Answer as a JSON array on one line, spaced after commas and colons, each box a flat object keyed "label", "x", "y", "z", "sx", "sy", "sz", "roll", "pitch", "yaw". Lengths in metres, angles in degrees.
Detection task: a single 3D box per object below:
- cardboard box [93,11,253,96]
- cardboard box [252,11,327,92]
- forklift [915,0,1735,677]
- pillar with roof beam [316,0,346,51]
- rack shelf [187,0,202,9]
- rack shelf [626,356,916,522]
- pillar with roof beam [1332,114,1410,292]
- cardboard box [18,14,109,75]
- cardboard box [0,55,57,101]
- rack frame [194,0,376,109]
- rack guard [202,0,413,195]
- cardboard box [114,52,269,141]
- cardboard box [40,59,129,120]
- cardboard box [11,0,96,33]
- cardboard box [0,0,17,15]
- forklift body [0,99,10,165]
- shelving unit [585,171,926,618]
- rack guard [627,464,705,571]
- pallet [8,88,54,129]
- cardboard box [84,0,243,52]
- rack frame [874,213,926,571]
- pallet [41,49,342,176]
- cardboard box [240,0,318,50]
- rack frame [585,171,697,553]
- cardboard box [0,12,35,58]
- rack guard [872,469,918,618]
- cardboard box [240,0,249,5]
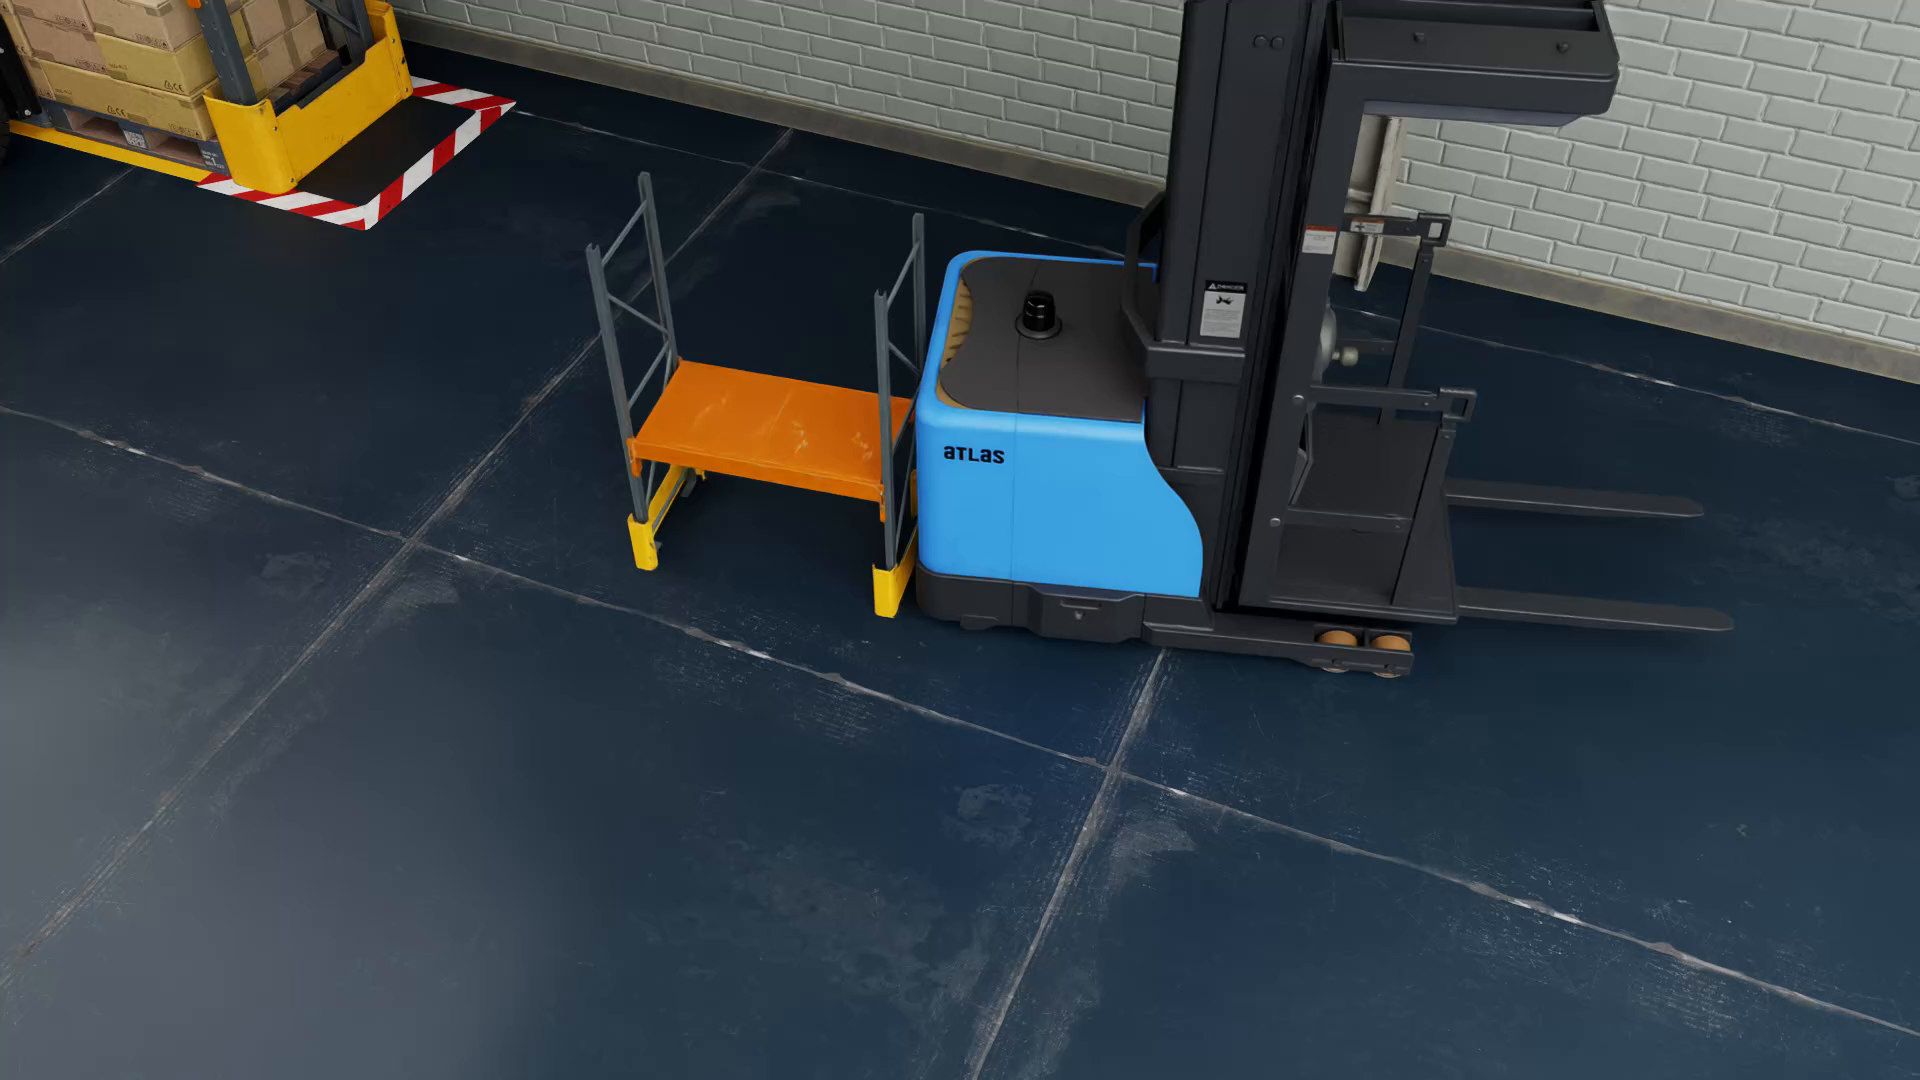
[{"label": "cardboard box", "x": -3.999, "y": -2.535, "z": 8.469, "sx": 0.500, "sy": 0.250, "sz": 0.500, "roll": 16, "pitch": 47, "yaw": 15}, {"label": "cardboard box", "x": -3.807, "y": -2.690, "z": 8.979, "sx": 0.500, "sy": 0.250, "sz": 0.500, "roll": 17, "pitch": 47, "yaw": 16}, {"label": "forklift", "x": 1.388, "y": -0.925, "z": 5.601, "sx": 3.031, "sy": 2.935, "sz": 1.130, "roll": 5, "pitch": 45, "yaw": 5}, {"label": "pillar with roof beam", "x": -5.382, "y": -3.355, "z": 3.742, "sx": 0.400, "sy": 9.000, "sz": 9.100, "roll": 16, "pitch": 47, "yaw": 16}, {"label": "rack shelf", "x": -5.275, "y": -3.543, "z": 8.695, "sx": 4.000, "sy": 0.370, "sz": 1.077, "roll": 16, "pitch": 47, "yaw": 16}, {"label": "rack shelf", "x": -0.695, "y": -0.395, "z": 6.338, "sx": 1.000, "sy": 0.185, "sz": 0.538, "roll": 11, "pitch": 46, "yaw": 10}, {"label": "pillar with roof beam", "x": 0.155, "y": -1.726, "z": 2.105, "sx": 0.400, "sy": 9.000, "sz": 9.100, "roll": 16, "pitch": 47, "yaw": 16}, {"label": "cardboard box", "x": -4.458, "y": -2.678, "z": 8.613, "sx": 0.500, "sy": 0.250, "sz": 0.500, "roll": 16, "pitch": 47, "yaw": 15}, {"label": "cardboard box", "x": -4.898, "y": -2.634, "z": 8.923, "sx": 0.500, "sy": 0.250, "sz": 0.500, "roll": 17, "pitch": 47, "yaw": 16}, {"label": "rack frame", "x": -3.429, "y": -3.255, "z": 7.895, "sx": 0.127, "sy": 3.000, "sz": 1.000, "roll": 16, "pitch": 47, "yaw": 16}, {"label": "rack guard", "x": -3.407, "y": -2.363, "z": 8.770, "sx": 0.348, "sy": 0.500, "sz": 1.175, "roll": 16, "pitch": 47, "yaw": 16}, {"label": "cardboard box", "x": -3.985, "y": -2.351, "z": 8.638, "sx": 0.500, "sy": 0.250, "sz": 0.500, "roll": 17, "pitch": 47, "yaw": 16}, {"label": "cardboard box", "x": -4.440, "y": -2.492, "z": 8.780, "sx": 0.500, "sy": 0.250, "sz": 0.500, "roll": 16, "pitch": 47, "yaw": 16}, {"label": "cardboard box", "x": -4.448, "y": -2.841, "z": 8.421, "sx": 0.500, "sy": 0.250, "sz": 0.500, "roll": 17, "pitch": 47, "yaw": 17}, {"label": "cardboard box", "x": -4.917, "y": -2.971, "z": 8.552, "sx": 0.500, "sy": 0.250, "sz": 0.500, "roll": 17, "pitch": 47, "yaw": 16}, {"label": "forklift body", "x": -5.882, "y": -2.282, "z": 7.518, "sx": 1.214, "sy": 2.155, "sz": 2.313, "roll": 16, "pitch": 47, "yaw": 16}, {"label": "shelving unit", "x": -0.703, "y": -0.524, "z": 6.213, "sx": 1.083, "sy": 1.500, "sz": 0.587, "roll": 11, "pitch": 46, "yaw": 10}, {"label": "rack guard", "x": -1.185, "y": -0.170, "z": 6.744, "sx": 0.087, "sy": 0.250, "sz": 0.587, "roll": 11, "pitch": 46, "yaw": 10}, {"label": "pallet", "x": -5.273, "y": -2.779, "z": 9.394, "sx": 1.213, "sy": 0.211, "sz": 1.003, "roll": 16, "pitch": 47, "yaw": 16}, {"label": "cardboard box", "x": -3.974, "y": -2.706, "z": 8.286, "sx": 0.500, "sy": 0.250, "sz": 0.500, "roll": 18, "pitch": 48, "yaw": 17}, {"label": "rack frame", "x": -0.203, "y": -0.431, "z": 6.120, "sx": 0.032, "sy": 1.500, "sz": 0.500, "roll": 11, "pitch": 46, "yaw": 10}, {"label": "pallet", "x": -4.151, "y": -2.447, "z": 9.060, "sx": 1.213, "sy": 0.211, "sz": 1.003, "roll": 16, "pitch": 47, "yaw": 16}, {"label": "cardboard box", "x": -3.783, "y": -2.869, "z": 8.805, "sx": 0.500, "sy": 0.250, "sz": 0.500, "roll": 17, "pitch": 47, "yaw": 17}, {"label": "rack frame", "x": -1.186, "y": -0.614, "z": 6.303, "sx": 0.032, "sy": 1.500, "sz": 0.500, "roll": 11, "pitch": 46, "yaw": 10}, {"label": "cardboard box", "x": -4.942, "y": -2.805, "z": 8.740, "sx": 0.500, "sy": 0.250, "sz": 0.500, "roll": 15, "pitch": 47, "yaw": 15}, {"label": "rack guard", "x": -0.222, "y": 0.009, "z": 6.564, "sx": 0.087, "sy": 0.250, "sz": 0.587, "roll": 11, "pitch": 46, "yaw": 10}, {"label": "cardboard box", "x": -3.800, "y": -3.038, "z": 8.619, "sx": 0.500, "sy": 0.250, "sz": 0.500, "roll": 16, "pitch": 47, "yaw": 15}]
